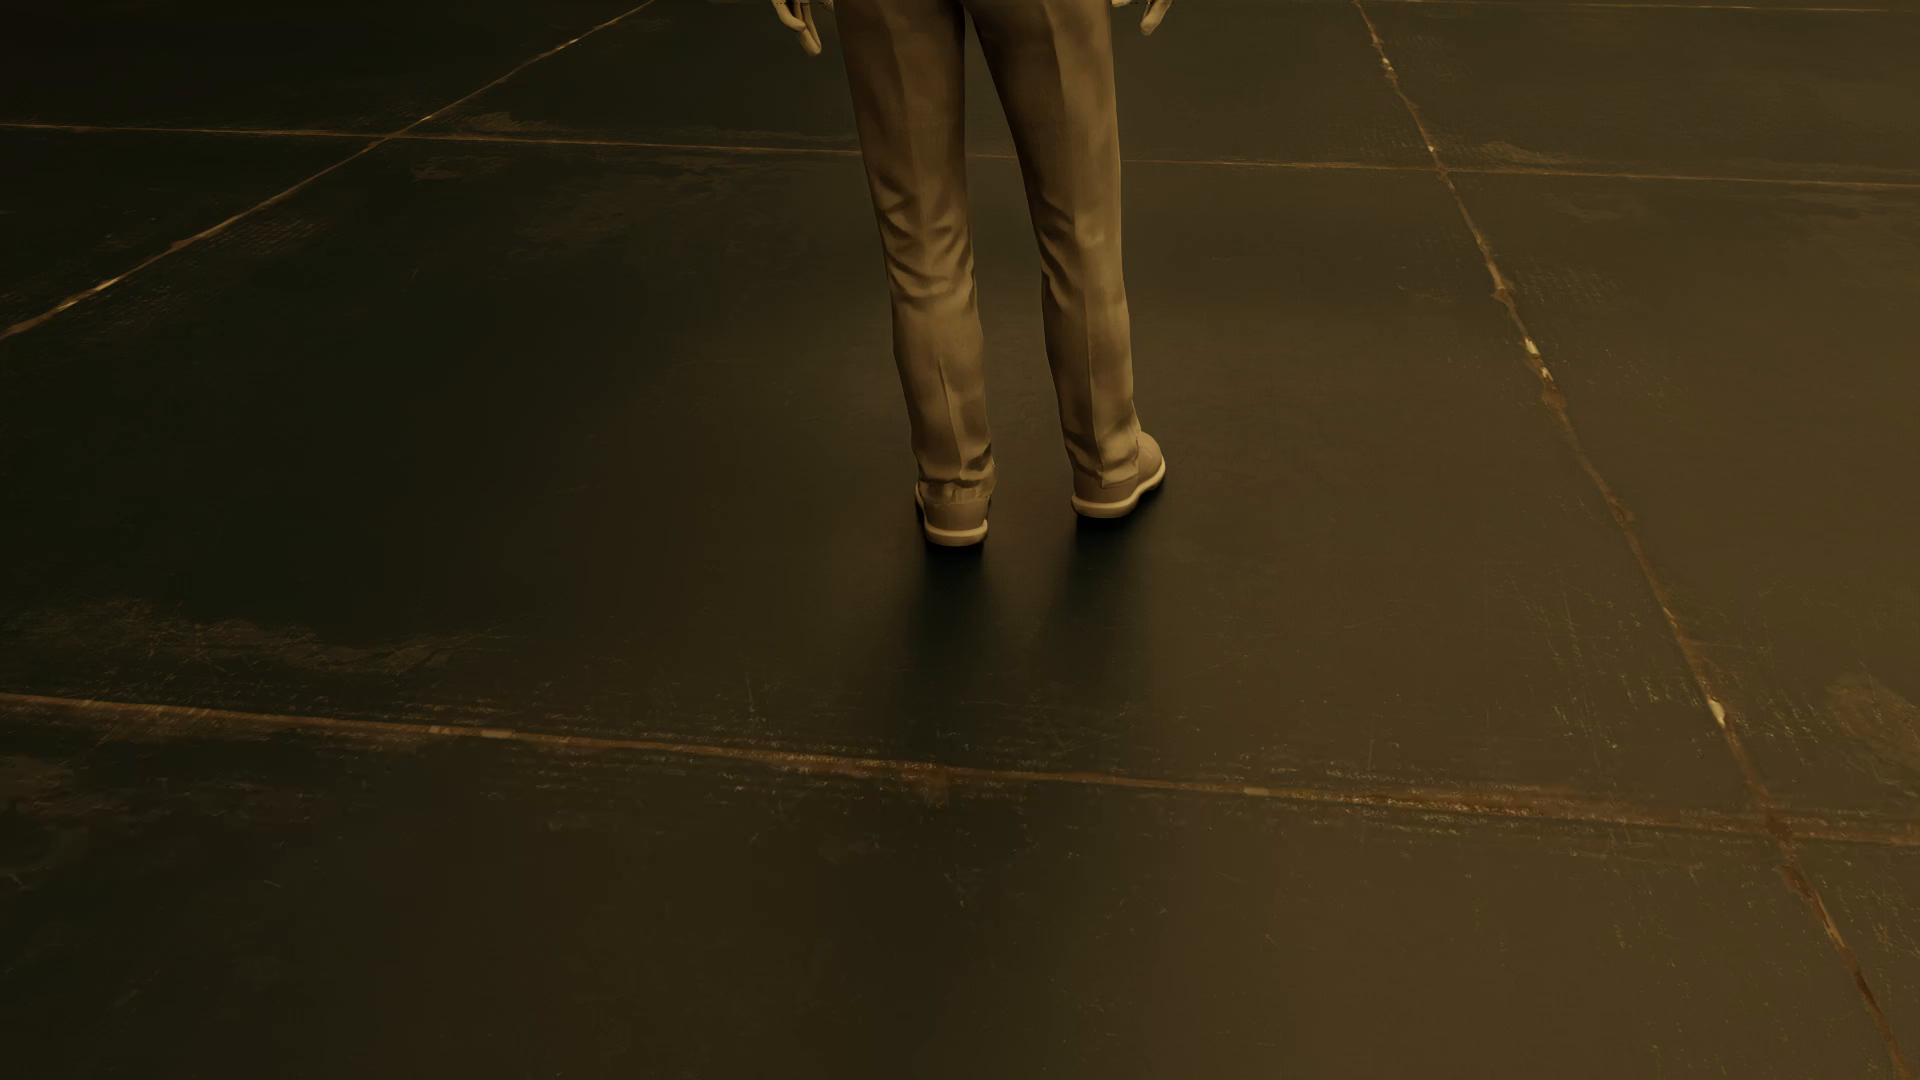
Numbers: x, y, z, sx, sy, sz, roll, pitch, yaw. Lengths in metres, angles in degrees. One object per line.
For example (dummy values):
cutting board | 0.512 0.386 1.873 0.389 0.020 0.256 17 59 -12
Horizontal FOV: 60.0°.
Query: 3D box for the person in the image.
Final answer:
person | 0.015 -0.794 2.177 0.587 1.696 0.534 3 27 7
